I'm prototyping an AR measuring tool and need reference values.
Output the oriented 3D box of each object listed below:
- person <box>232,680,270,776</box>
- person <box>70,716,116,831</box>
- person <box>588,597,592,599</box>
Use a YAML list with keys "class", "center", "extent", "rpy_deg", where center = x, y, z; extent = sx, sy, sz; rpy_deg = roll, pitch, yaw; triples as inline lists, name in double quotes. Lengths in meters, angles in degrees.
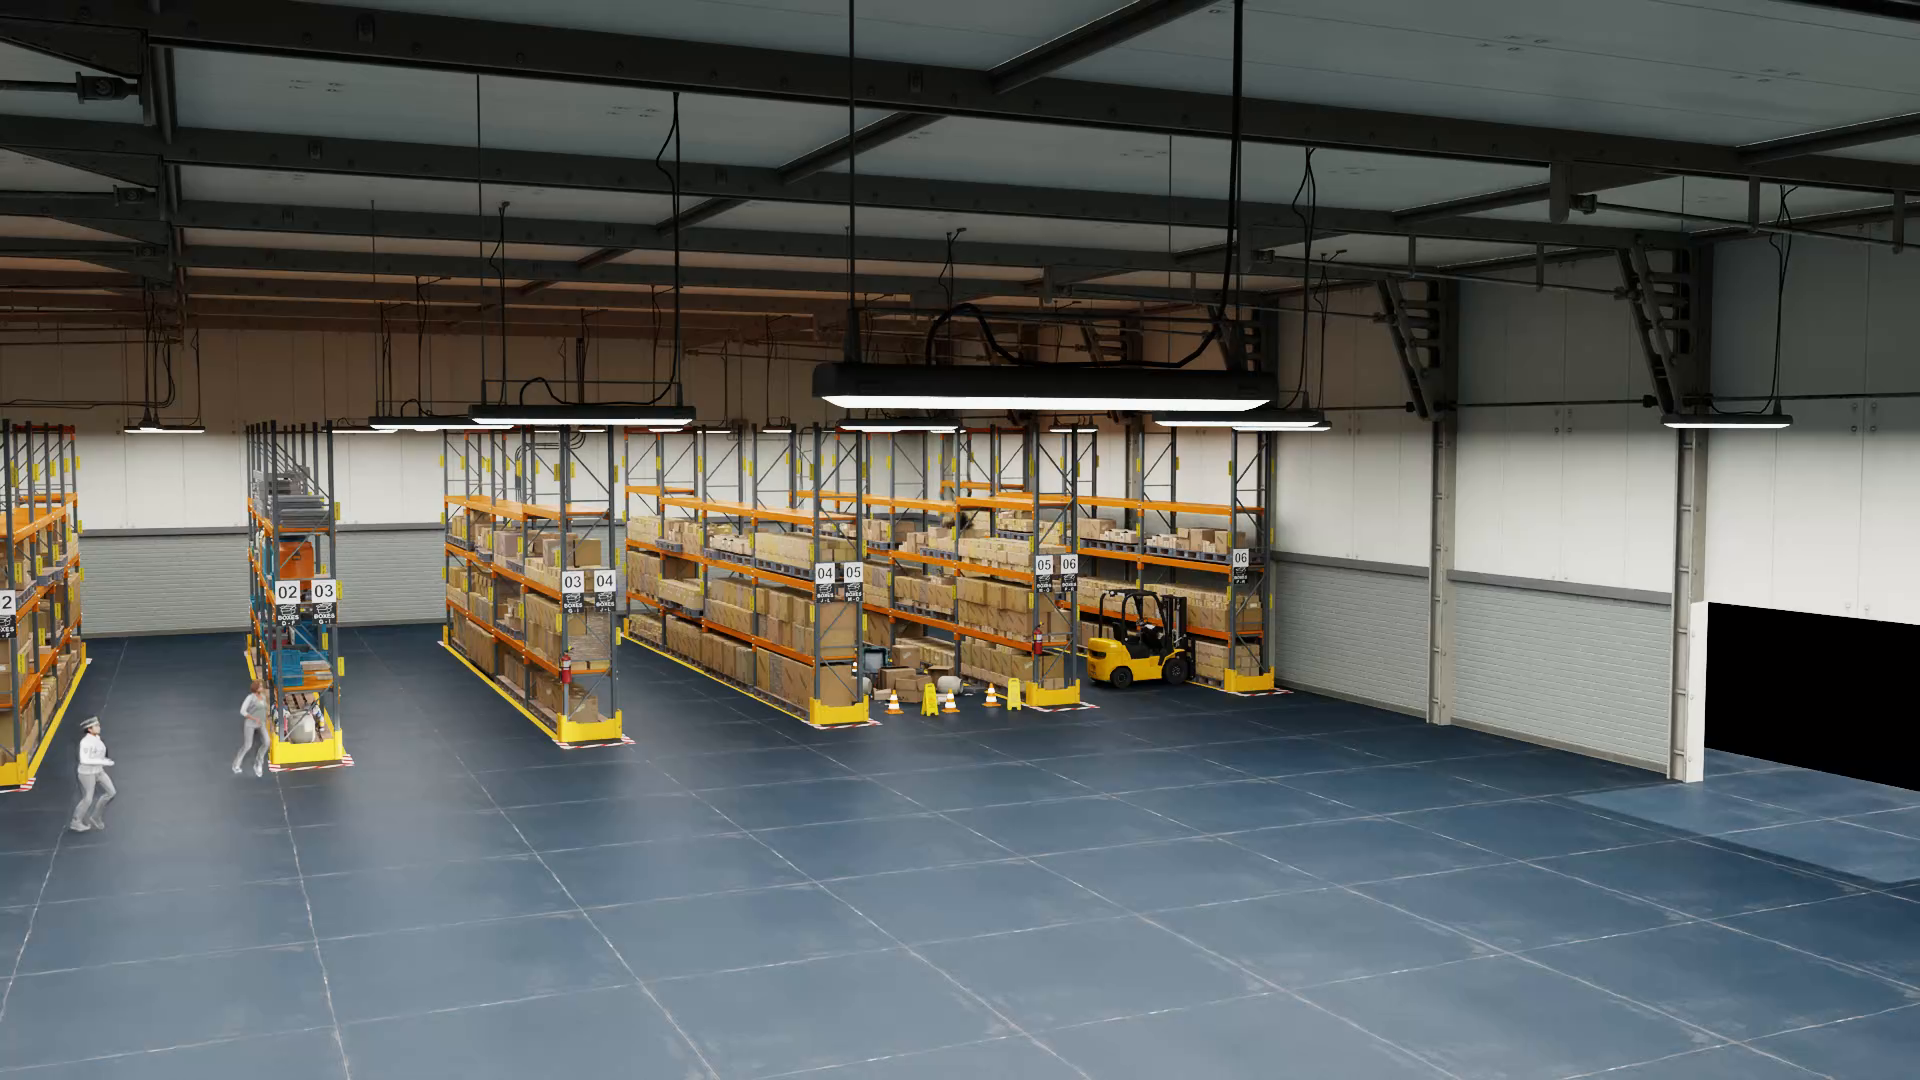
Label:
- class: "person"
  center: [-11.950, 3.186, 28.197]
  extent: [0.624, 1.583, 0.604]
  rpy_deg: [2, 4, 27]
- class: "person"
  center: [-12.521, 3.383, 24.022]
  extent: [0.683, 1.682, 0.579]
  rpy_deg: [0, 4, 0]
- class: "person"
  center: [-10.582, 1.995, 47.099]
  extent: [0.663, 1.531, 0.879]
  rpy_deg: [0, 4, 7]
